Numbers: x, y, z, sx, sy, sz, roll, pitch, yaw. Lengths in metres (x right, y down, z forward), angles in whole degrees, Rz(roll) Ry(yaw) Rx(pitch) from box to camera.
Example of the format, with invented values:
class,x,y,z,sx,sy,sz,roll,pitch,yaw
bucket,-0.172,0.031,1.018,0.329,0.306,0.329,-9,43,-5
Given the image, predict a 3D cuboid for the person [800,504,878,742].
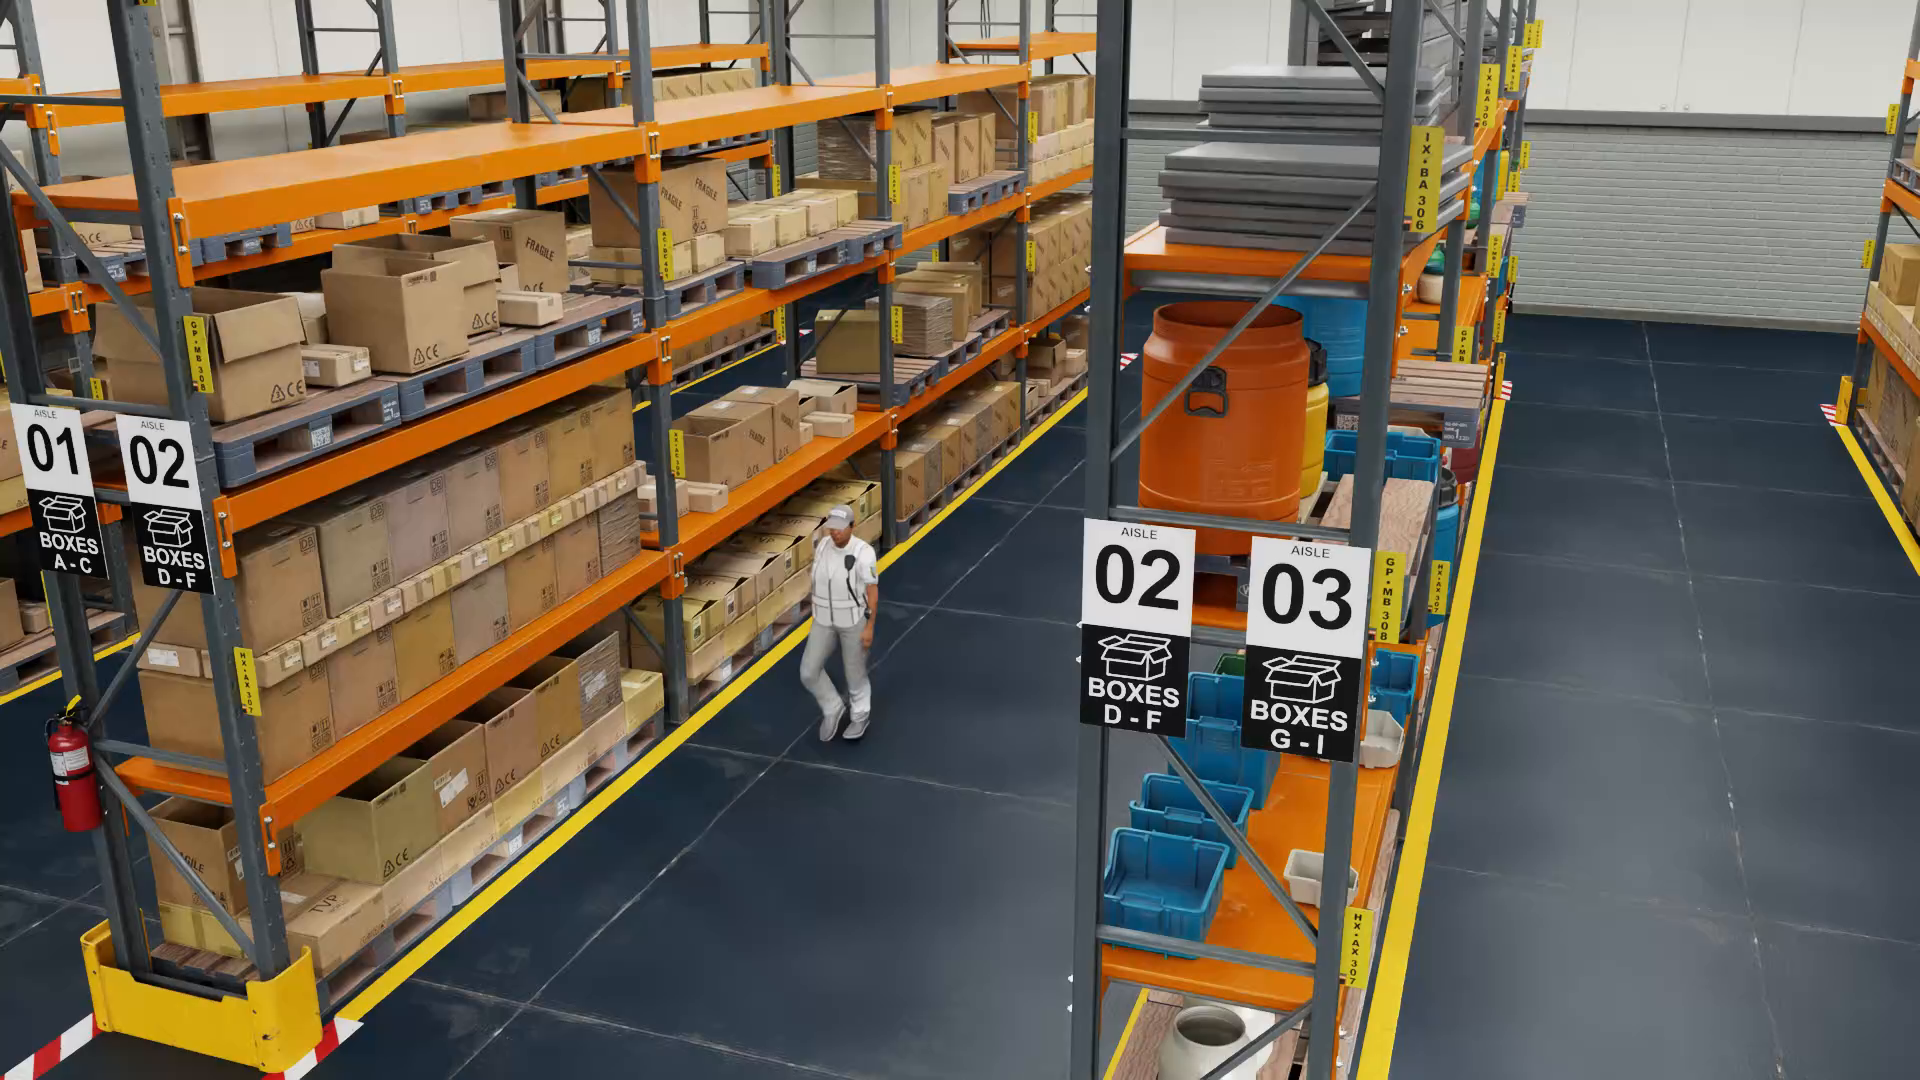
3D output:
class,x,y,z,sx,sy,sz,roll,pitch,yaw
person,-0.804,0.584,11.208,0.513,1.694,0.470,7,20,19
